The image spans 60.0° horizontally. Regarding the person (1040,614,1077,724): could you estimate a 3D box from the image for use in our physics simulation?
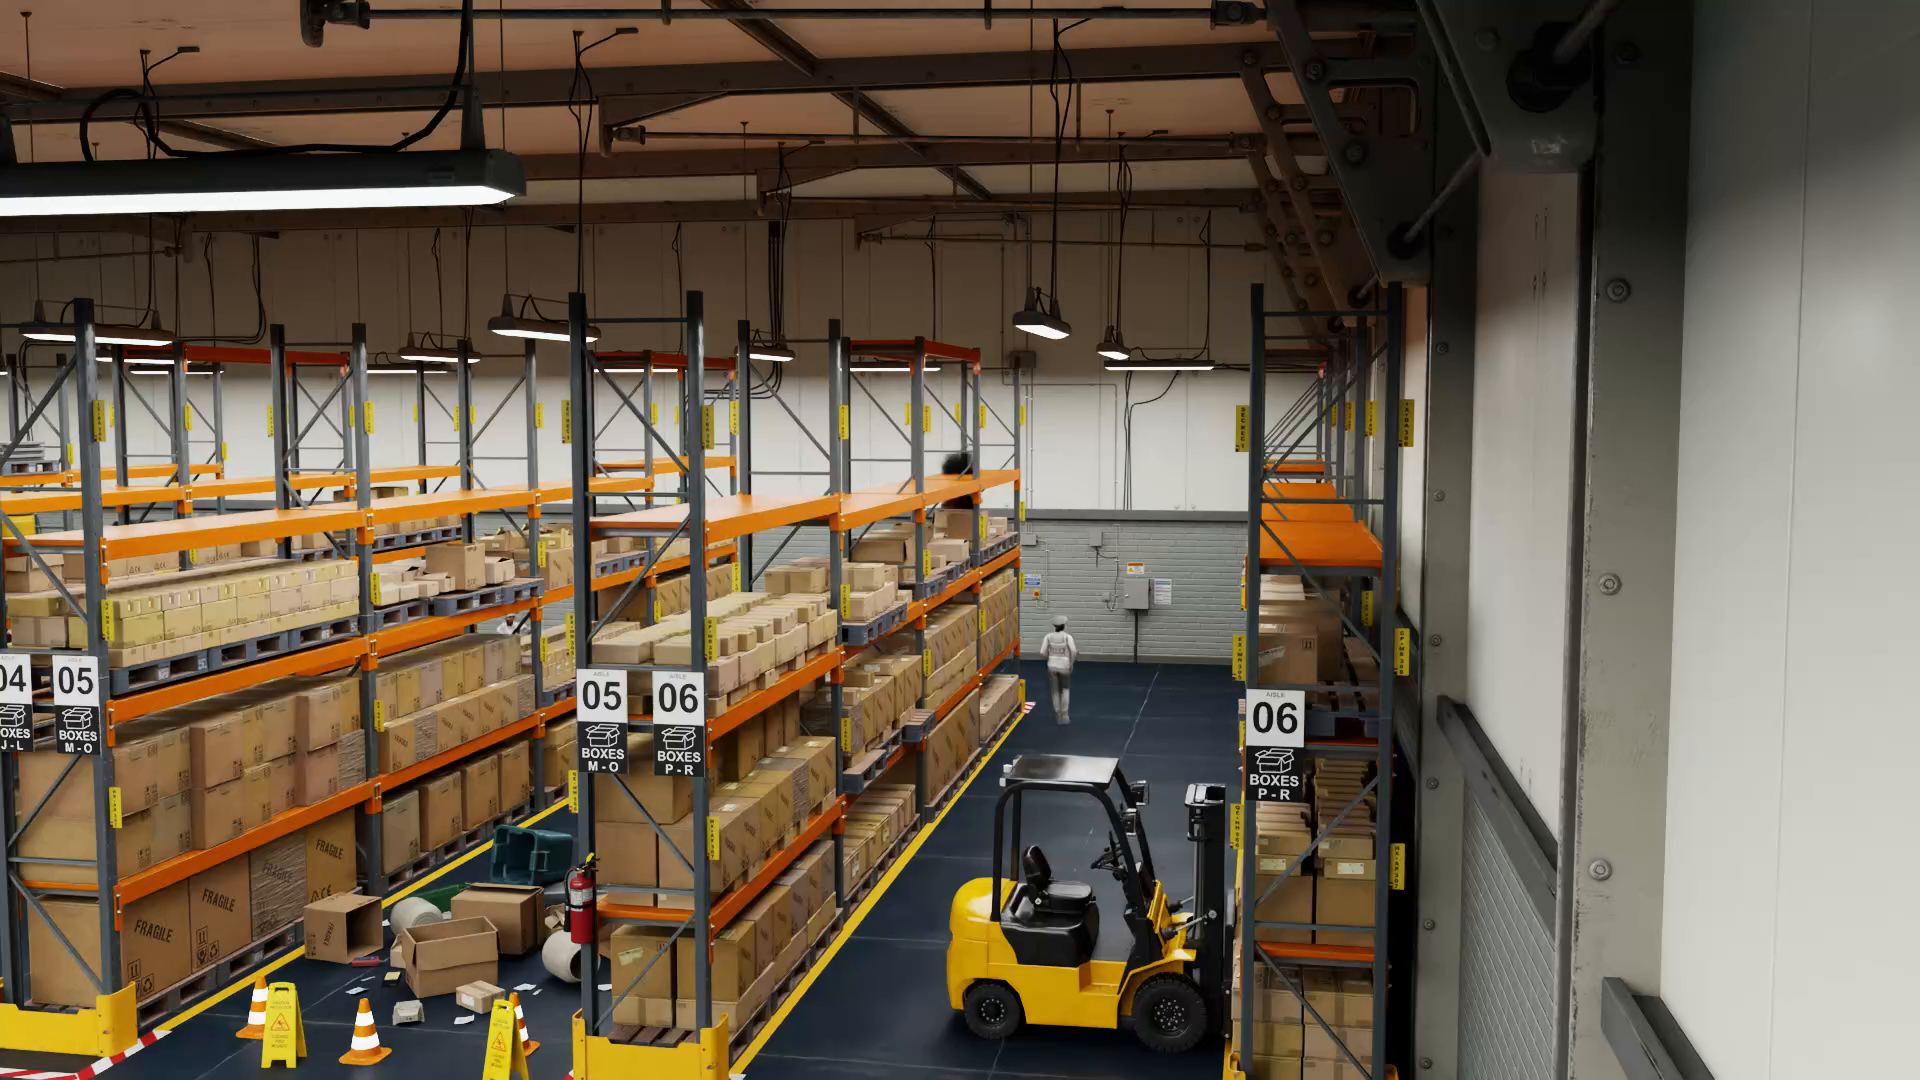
[{"bbox_3d":[1.537,1.984,25.617,0.597,1.689,0.557,1,5,12],"label":"person"}]

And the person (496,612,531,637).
[{"bbox_3d":[-7.703,2.037,28.643,0.544,1.755,0.812,0,5,1],"label":"person"}]
